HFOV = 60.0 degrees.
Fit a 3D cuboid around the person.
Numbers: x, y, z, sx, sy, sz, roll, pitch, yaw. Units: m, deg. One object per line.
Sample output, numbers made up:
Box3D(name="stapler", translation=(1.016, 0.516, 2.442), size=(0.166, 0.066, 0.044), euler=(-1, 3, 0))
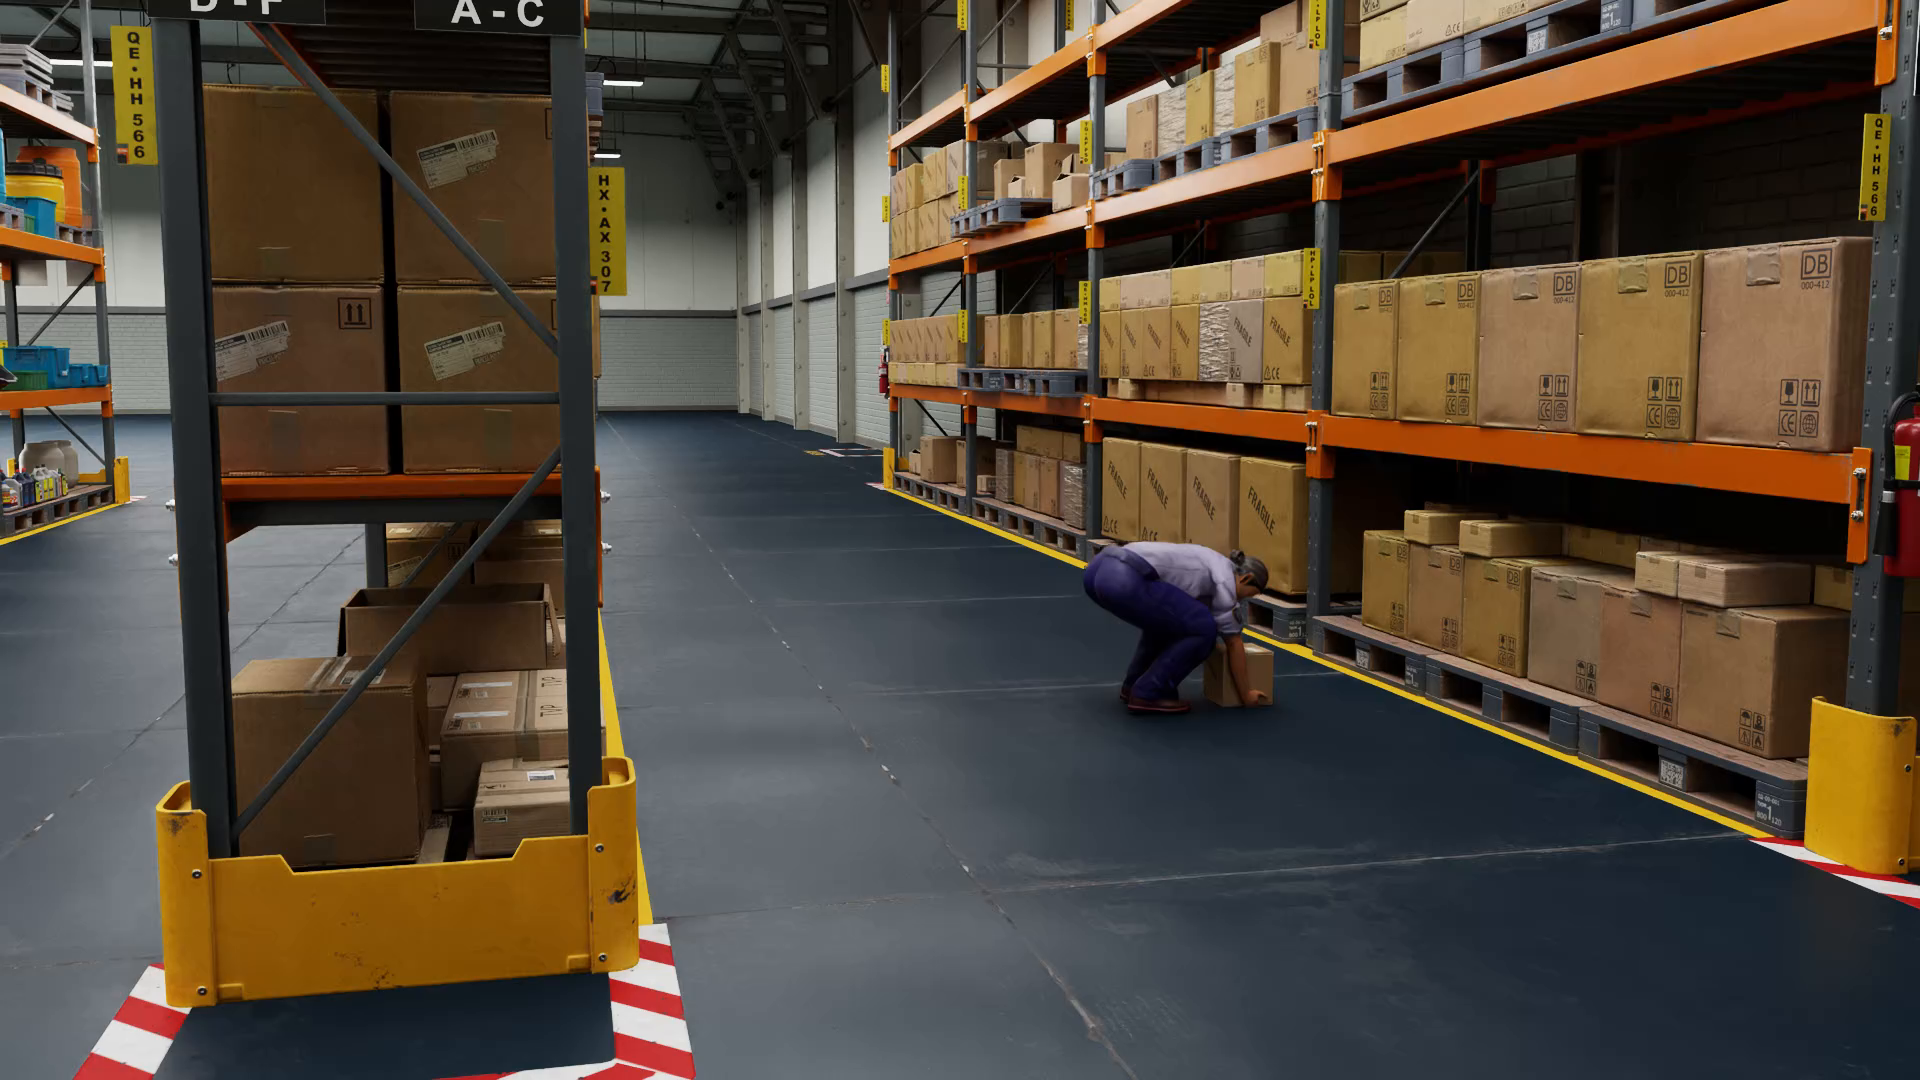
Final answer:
Box3D(name="person", translation=(1.021, 0.396, 7.729), size=(0.905, 0.784, 0.509), euler=(-2, 6, -16))
